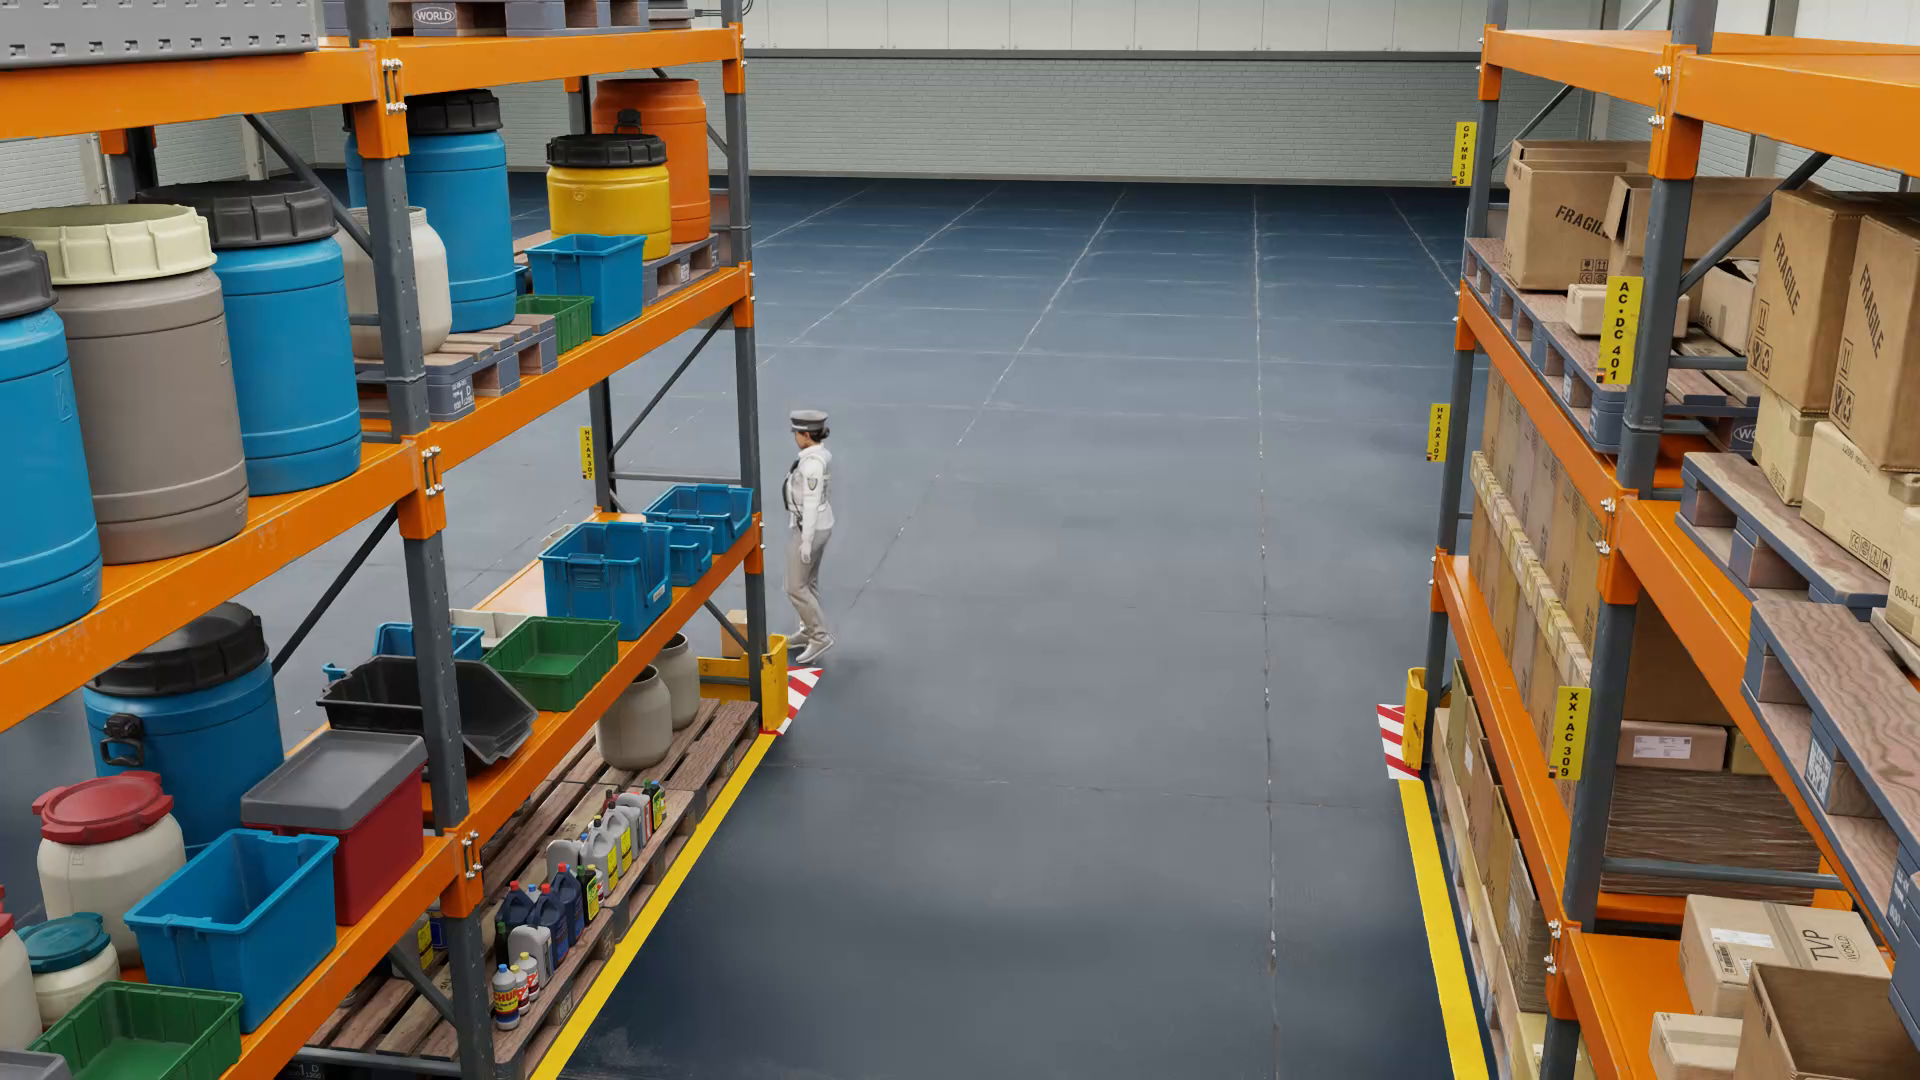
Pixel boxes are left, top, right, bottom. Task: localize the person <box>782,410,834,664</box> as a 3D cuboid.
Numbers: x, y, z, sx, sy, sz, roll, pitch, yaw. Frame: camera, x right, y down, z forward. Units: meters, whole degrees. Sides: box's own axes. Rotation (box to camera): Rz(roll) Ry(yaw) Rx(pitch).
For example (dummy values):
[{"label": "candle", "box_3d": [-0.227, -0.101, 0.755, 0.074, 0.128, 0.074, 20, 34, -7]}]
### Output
[{"label": "person", "box_3d": [-1.054, -0.027, 11.127, 0.426, 1.708, 0.508, 1, 18, 3]}]
